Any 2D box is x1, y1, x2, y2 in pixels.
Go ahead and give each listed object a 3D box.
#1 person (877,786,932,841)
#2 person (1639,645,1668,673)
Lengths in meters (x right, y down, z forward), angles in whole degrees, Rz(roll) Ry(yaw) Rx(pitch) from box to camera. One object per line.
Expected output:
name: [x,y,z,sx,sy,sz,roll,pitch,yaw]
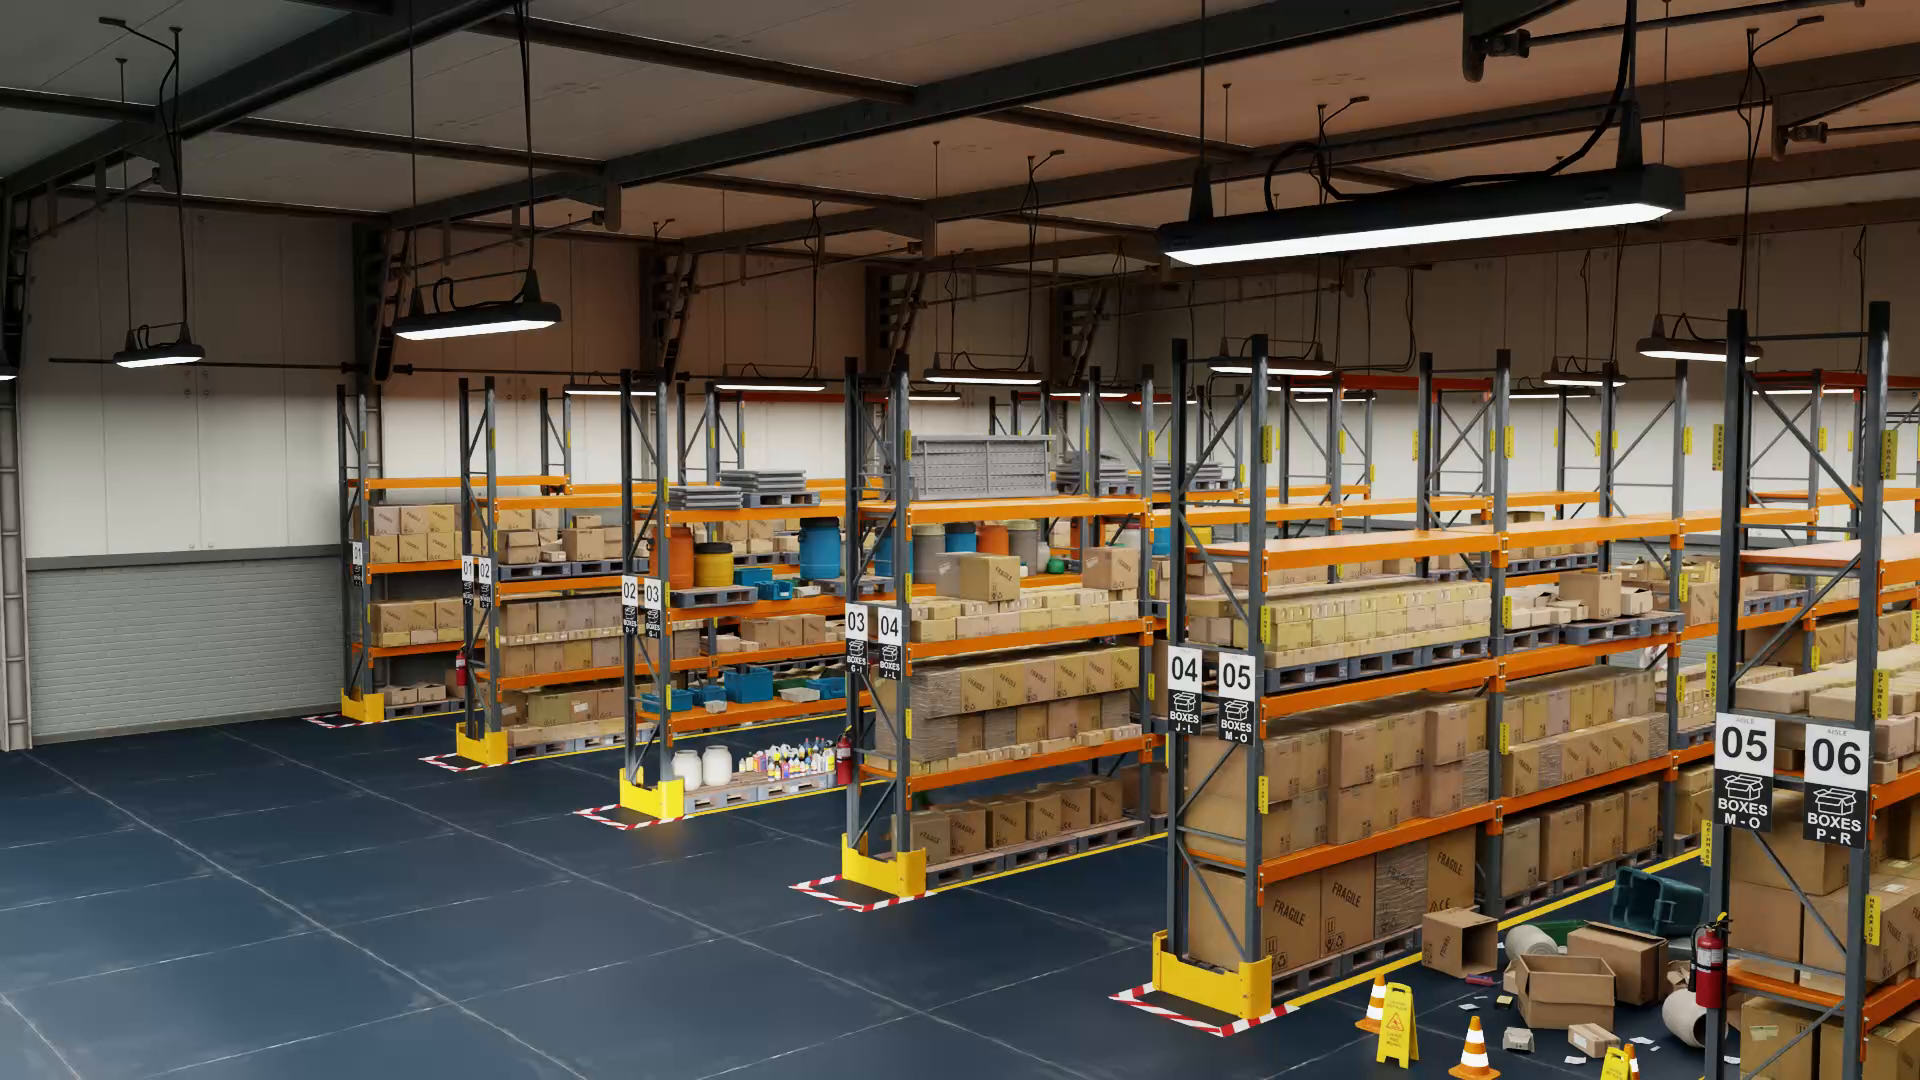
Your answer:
person: [-0.682,2.896,21.190,0.764,1.779,0.740,0,4,-5]
person: [12.003,2.408,28.575,0.672,1.750,1.010,3,5,35]
